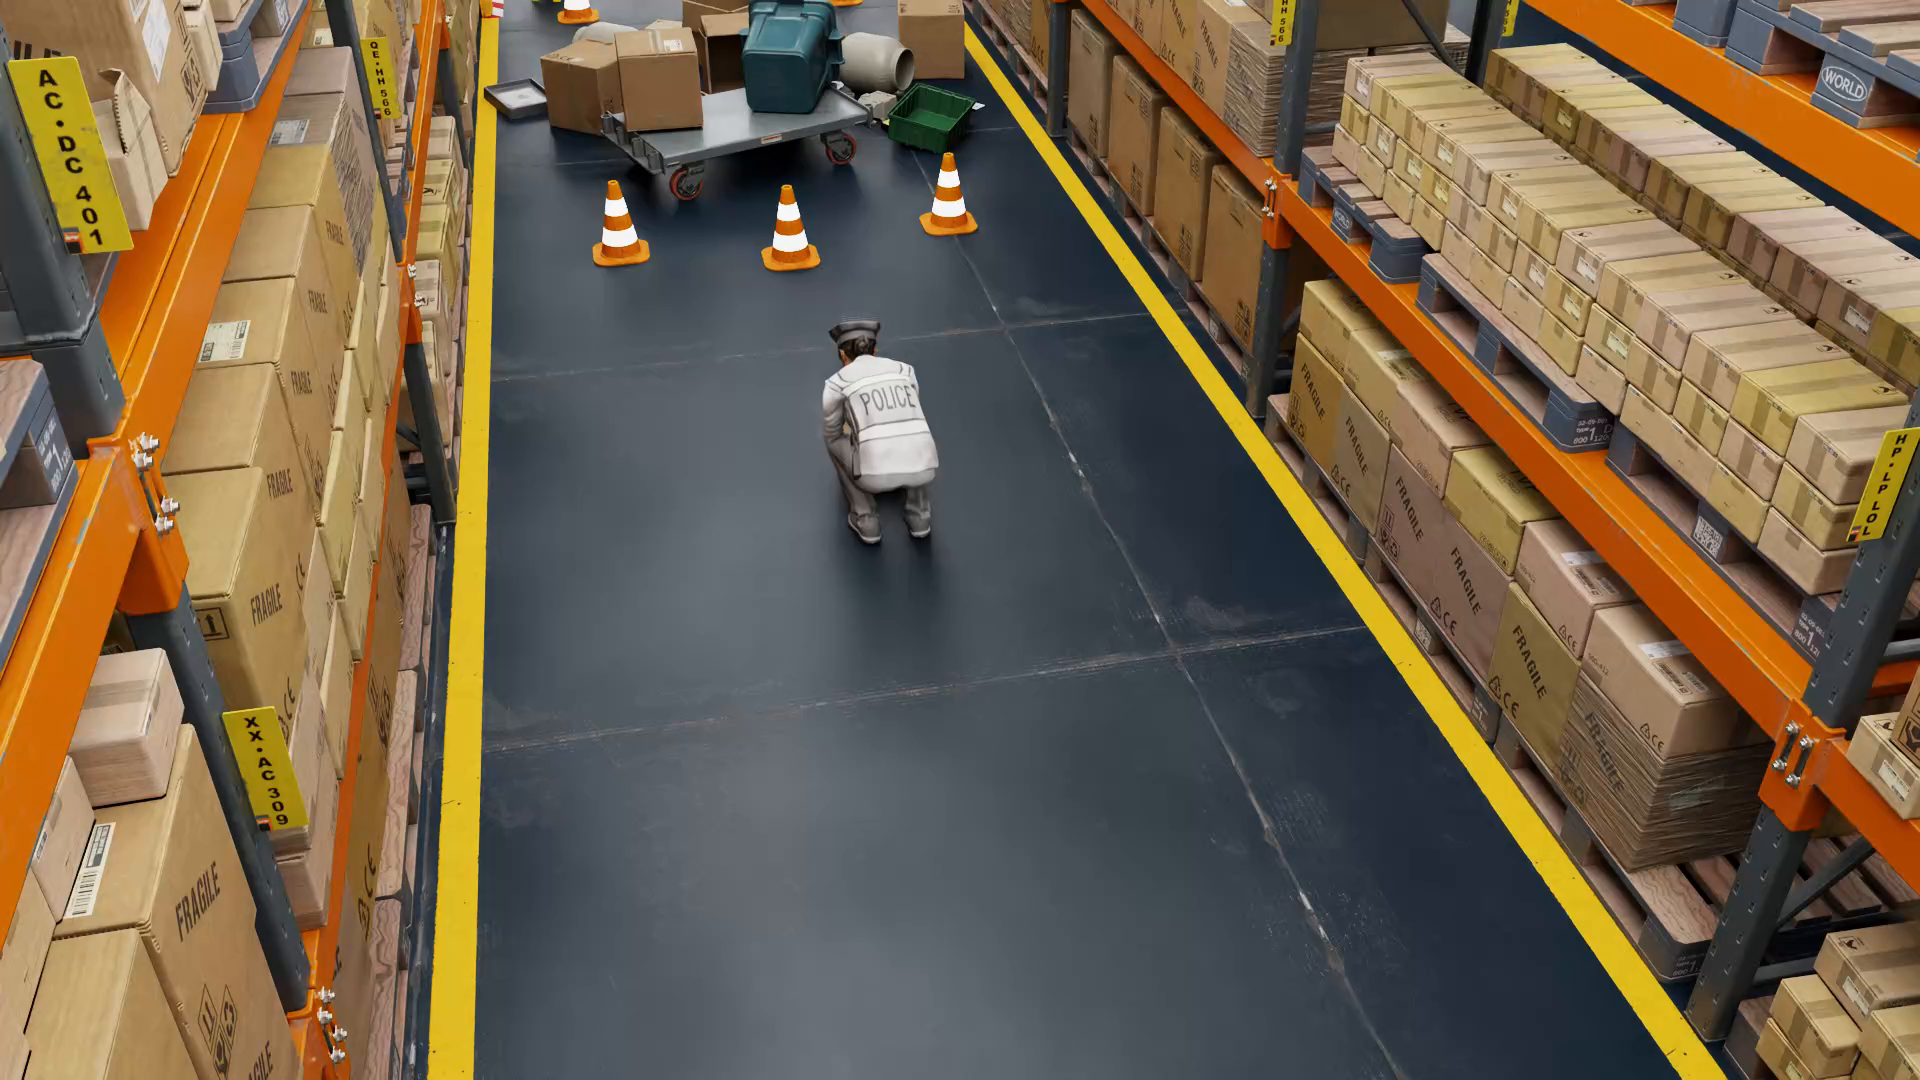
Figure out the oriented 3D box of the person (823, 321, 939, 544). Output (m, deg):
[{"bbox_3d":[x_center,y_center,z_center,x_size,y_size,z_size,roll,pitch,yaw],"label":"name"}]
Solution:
[{"bbox_3d":[-0.366,-0.479,7.580,0.486,0.833,0.857,-7,35,-10],"label":"person"}]
